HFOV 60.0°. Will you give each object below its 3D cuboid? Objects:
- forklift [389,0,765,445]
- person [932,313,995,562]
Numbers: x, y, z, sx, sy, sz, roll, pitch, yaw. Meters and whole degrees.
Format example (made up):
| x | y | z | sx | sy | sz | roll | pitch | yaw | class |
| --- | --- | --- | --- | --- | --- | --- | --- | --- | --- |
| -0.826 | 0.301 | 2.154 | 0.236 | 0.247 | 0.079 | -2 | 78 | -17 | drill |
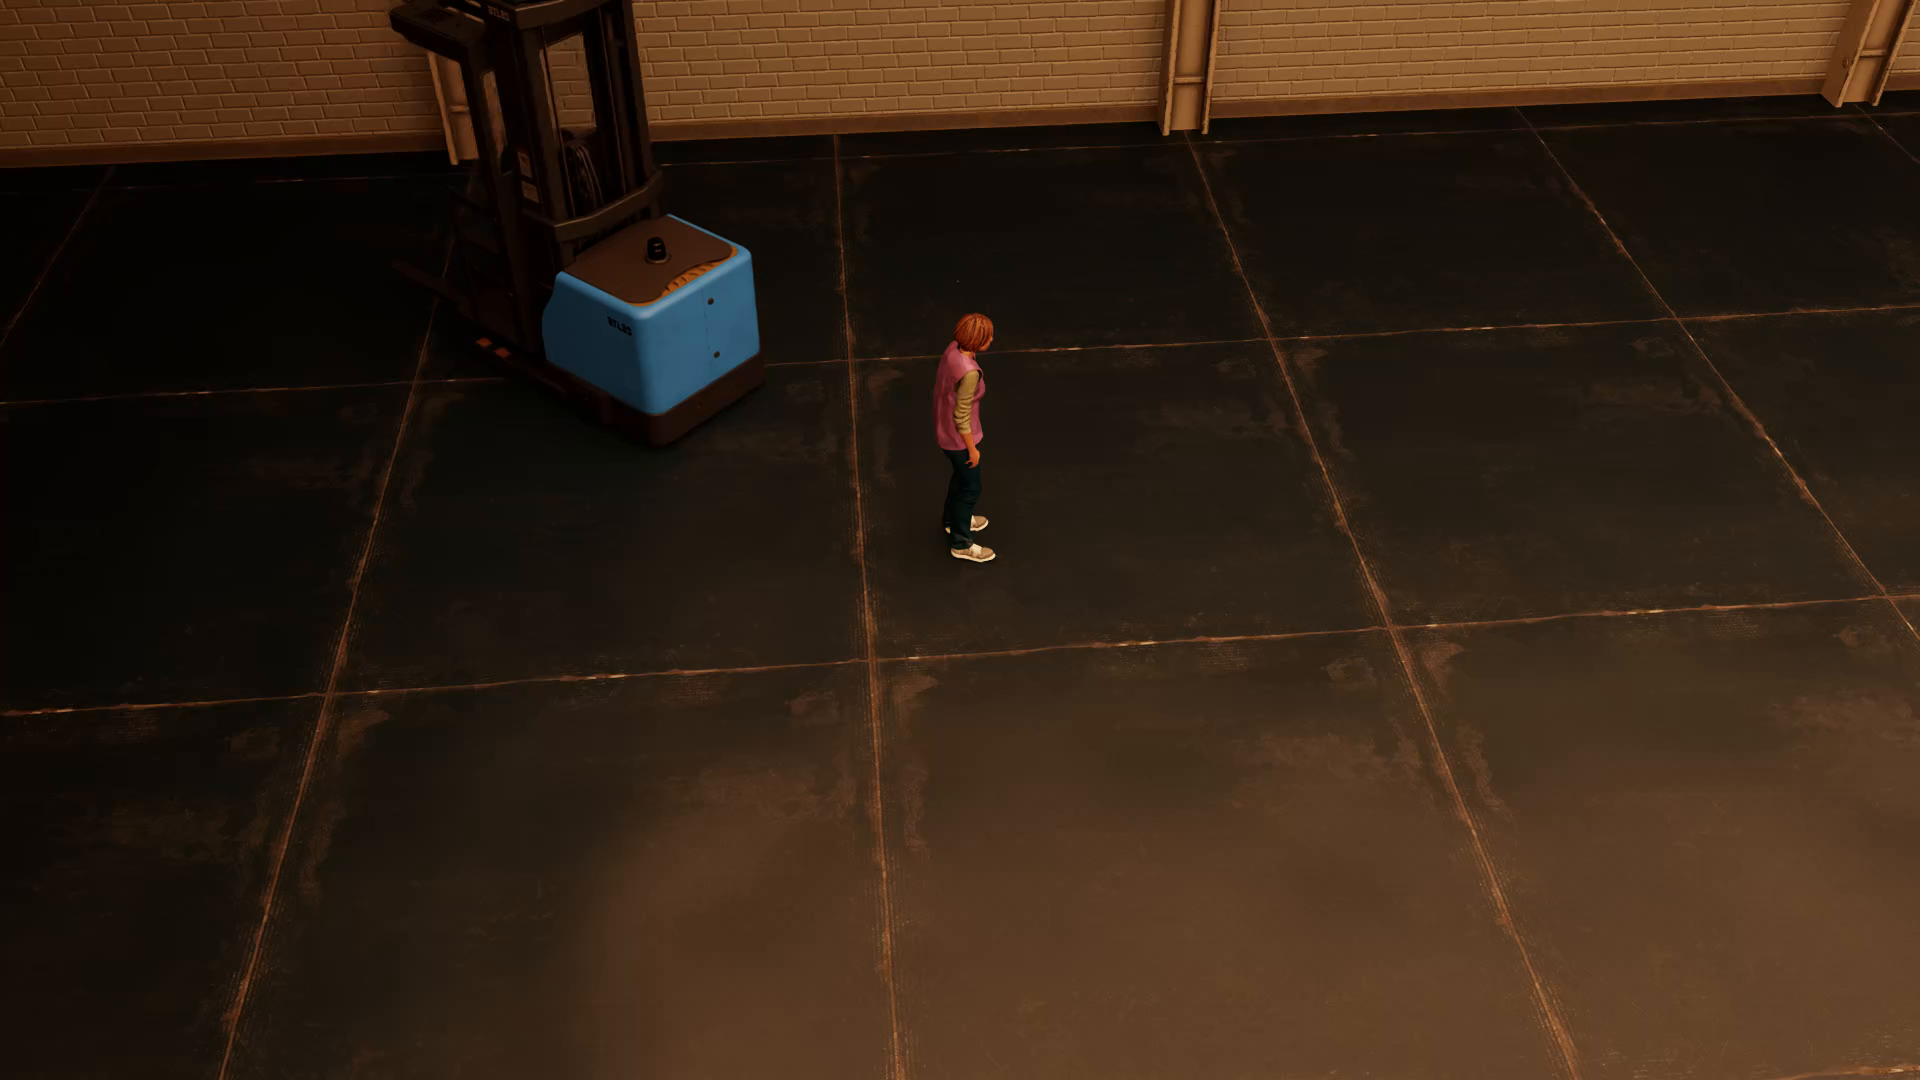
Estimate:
| x | y | z | sx | sy | sz | roll | pitch | yaw | class |
| --- | --- | --- | --- | --- | --- | --- | --- | --- | --- |
| -2.800 | -2.524 | 10.889 | 3.031 | 2.935 | 1.130 | 27 | 48 | 28 | forklift |
| 0.020 | -0.613 | 9.685 | 0.345 | 1.592 | 0.481 | -6 | 41 | -6 | person |
